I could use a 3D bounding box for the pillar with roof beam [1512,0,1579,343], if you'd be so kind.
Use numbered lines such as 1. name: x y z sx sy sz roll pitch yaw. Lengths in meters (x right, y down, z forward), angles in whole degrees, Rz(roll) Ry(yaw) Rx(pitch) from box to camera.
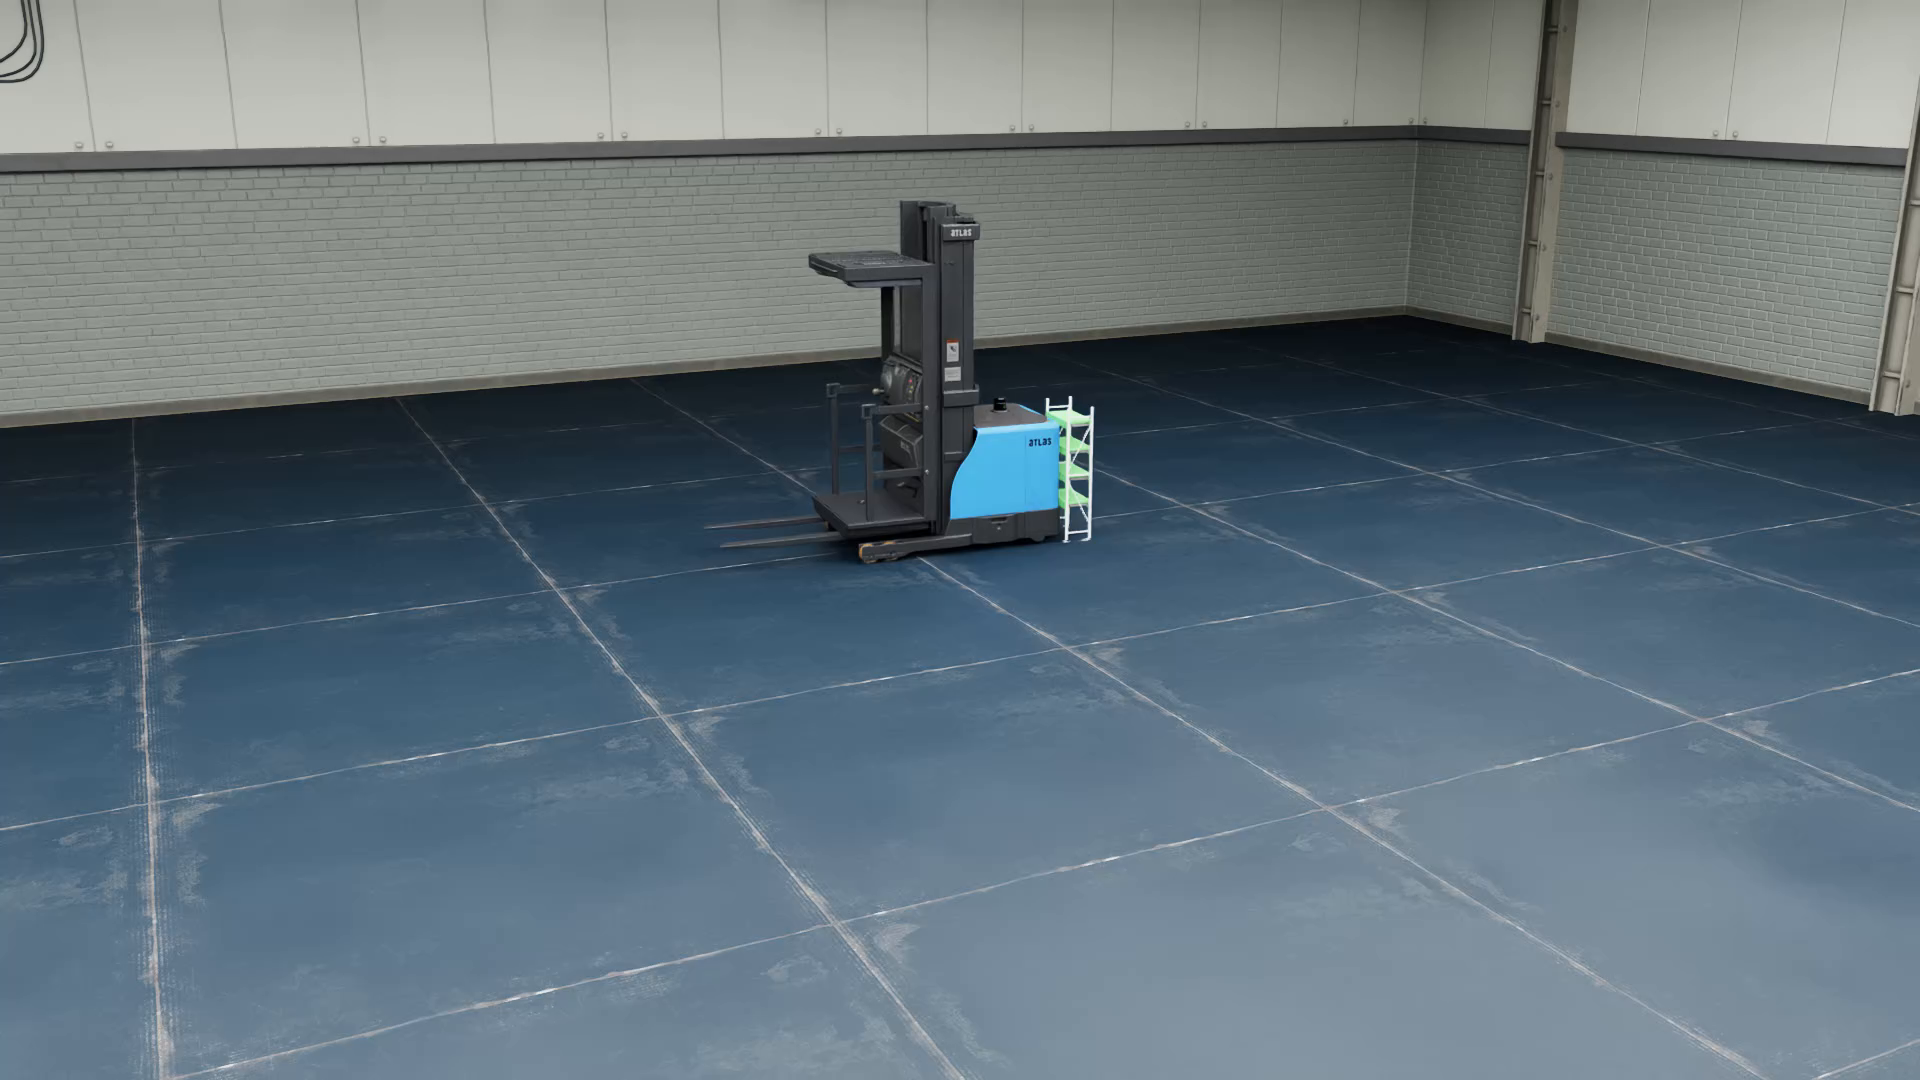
1. pillar with roof beam: 4.801 -6.849 22.302 9.100 9.000 0.400 -8 18 -25

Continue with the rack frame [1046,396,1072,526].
1. rack frame: 0.881 -0.696 14.999 0.240 1.200 0.015 -5 17 -18

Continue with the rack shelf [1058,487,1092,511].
1. rack shelf: 0.961 -0.340 14.862 0.258 0.148 0.480 -5 17 -18

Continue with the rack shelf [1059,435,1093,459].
1. rack shelf: 0.962 -0.801 14.729 0.258 0.148 0.480 -5 17 -18

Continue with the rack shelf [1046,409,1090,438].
1. rack shelf: 0.962 -1.032 14.663 0.258 0.148 0.480 -5 17 -18

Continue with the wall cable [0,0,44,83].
1. wall cable: -11.207 -7.231 17.468 2.305 6.003 0.169 -8 18 -25

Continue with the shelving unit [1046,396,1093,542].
1. shelving unit: 0.962 -0.632 14.778 0.258 1.200 0.503 -5 17 -18

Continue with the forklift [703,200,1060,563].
1. forklift: -0.688 -1.375 14.229 3.031 2.935 1.130 -6 17 -20

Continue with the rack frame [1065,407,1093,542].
1. rack frame: 1.042 -0.569 14.556 0.240 1.200 0.015 -5 17 -18

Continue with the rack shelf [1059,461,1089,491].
1. rack shelf: 0.962 -0.571 14.795 0.258 0.148 0.480 -5 17 -18

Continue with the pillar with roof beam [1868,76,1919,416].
1. pillar with roof beam: 7.429 -5.361 17.118 9.100 9.000 0.400 -8 18 -25
